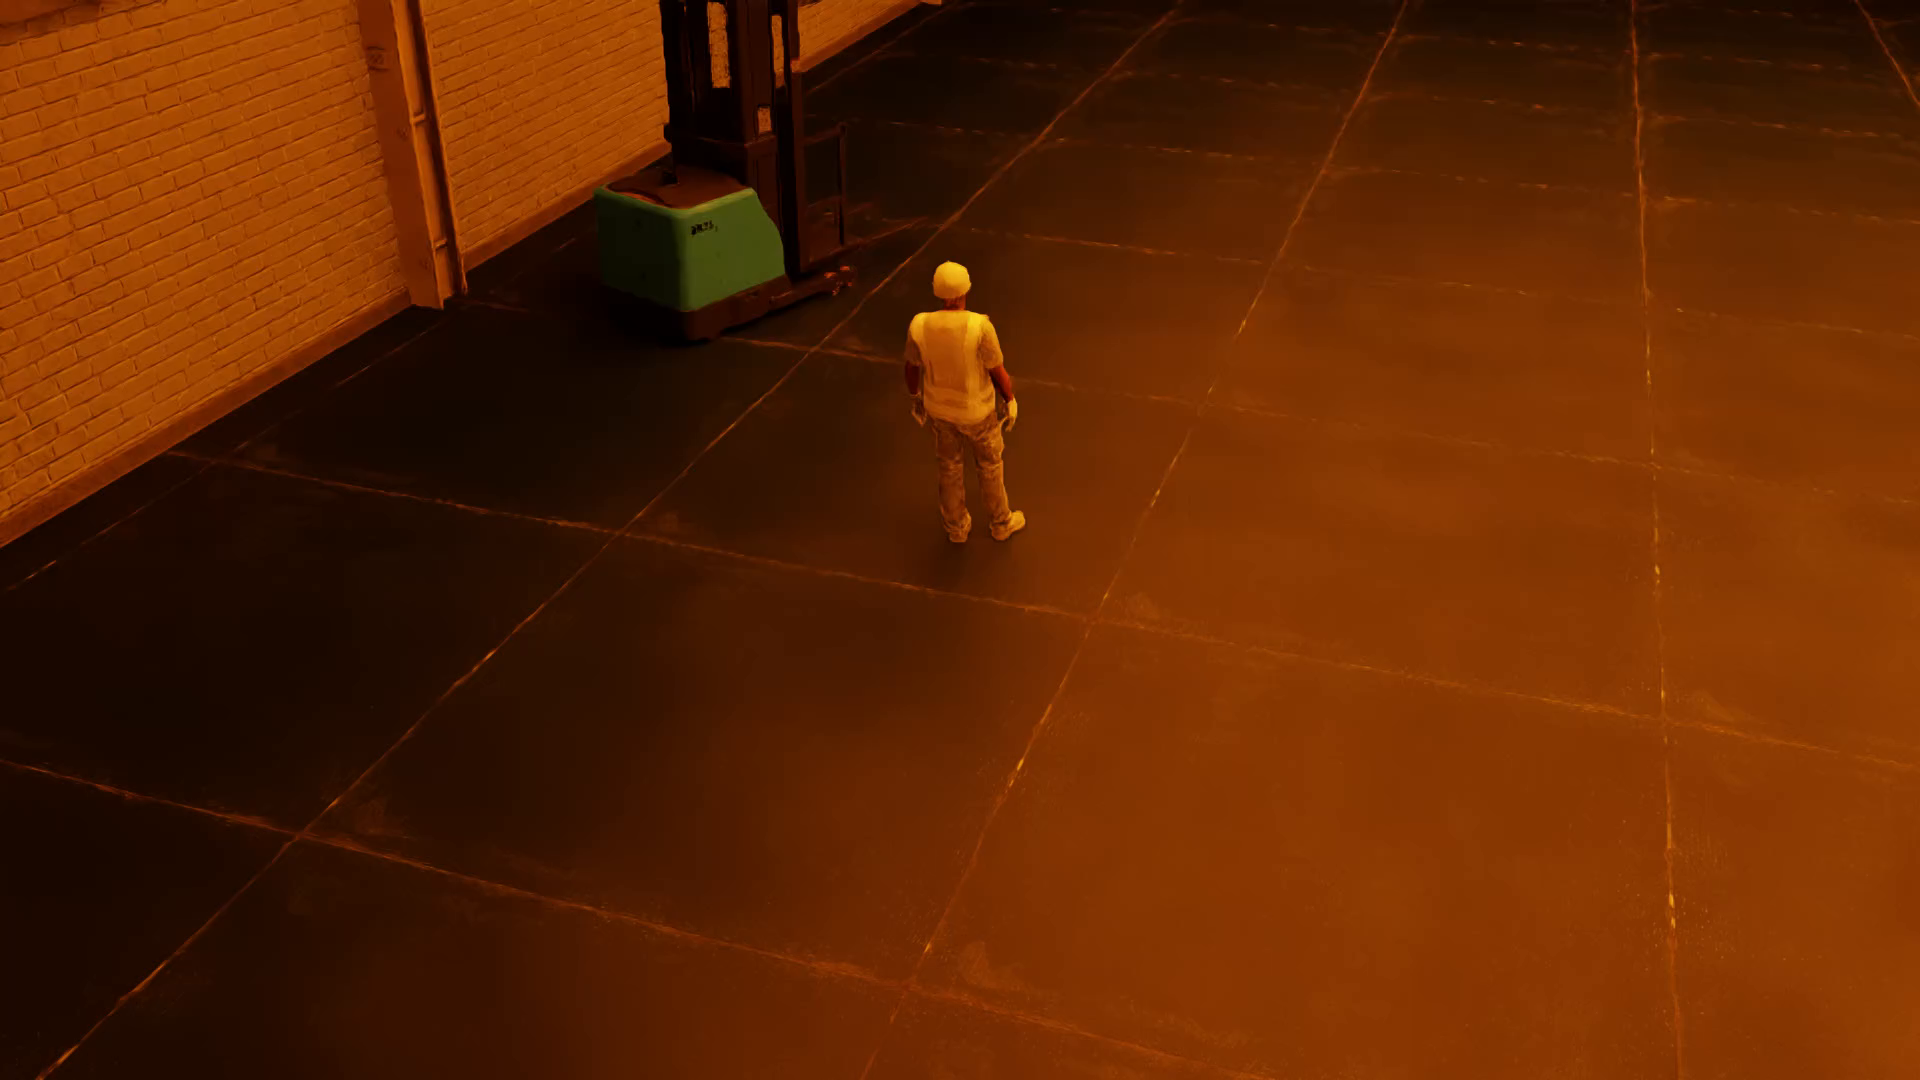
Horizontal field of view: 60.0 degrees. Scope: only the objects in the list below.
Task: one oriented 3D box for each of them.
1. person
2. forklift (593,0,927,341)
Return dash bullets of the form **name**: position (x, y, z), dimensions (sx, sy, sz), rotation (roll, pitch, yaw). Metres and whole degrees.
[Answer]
- **person**: position (0.031, -0.813, 9.708), dimensions (0.655, 1.782, 0.576), rotation (10, 31, 16)
- **forklift**: position (-1.499, -3.444, 13.178), dimensions (1.130, 2.935, 3.031), rotation (22, 36, 33)
